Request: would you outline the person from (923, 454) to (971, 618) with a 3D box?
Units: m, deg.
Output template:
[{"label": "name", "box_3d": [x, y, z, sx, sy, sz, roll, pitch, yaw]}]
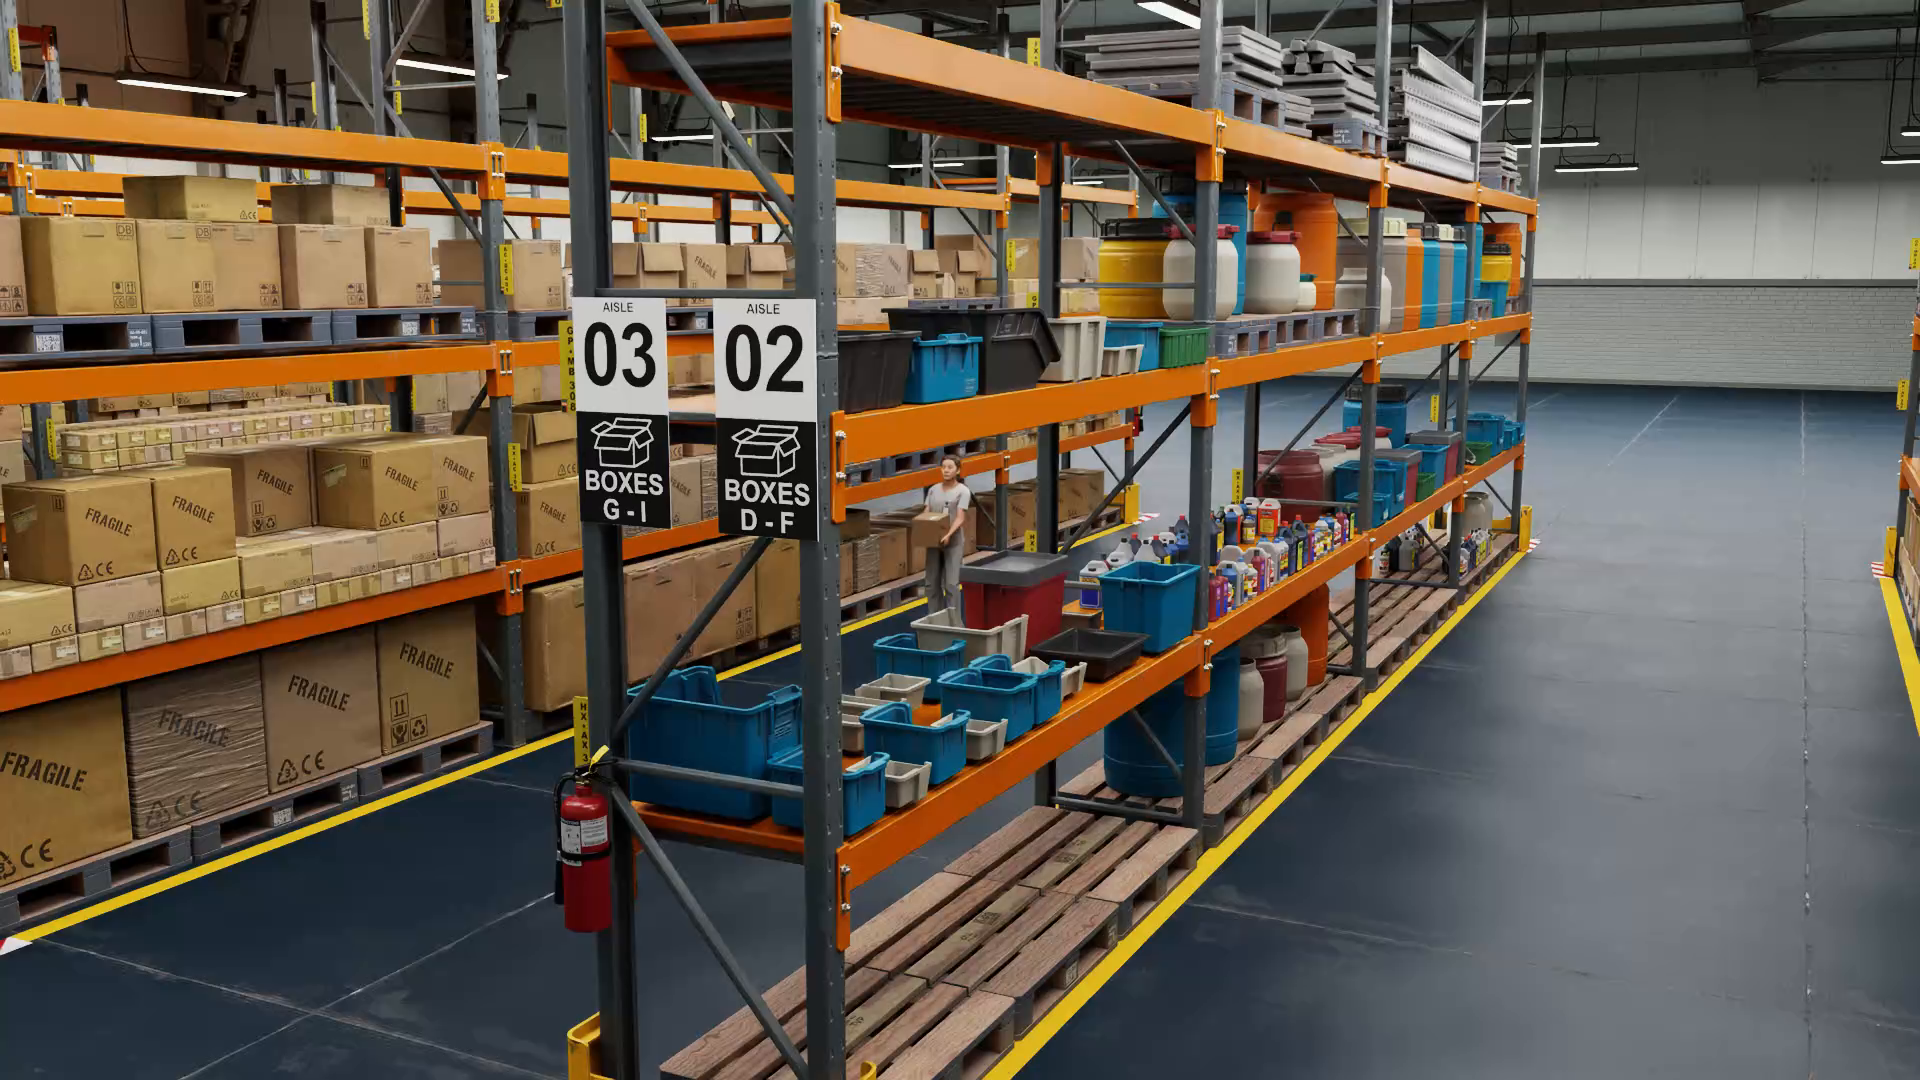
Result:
[{"label": "person", "box_3d": [-0.156, 0.064, 15.014, 0.436, 1.662, 0.561, 5, 10, 27]}]
